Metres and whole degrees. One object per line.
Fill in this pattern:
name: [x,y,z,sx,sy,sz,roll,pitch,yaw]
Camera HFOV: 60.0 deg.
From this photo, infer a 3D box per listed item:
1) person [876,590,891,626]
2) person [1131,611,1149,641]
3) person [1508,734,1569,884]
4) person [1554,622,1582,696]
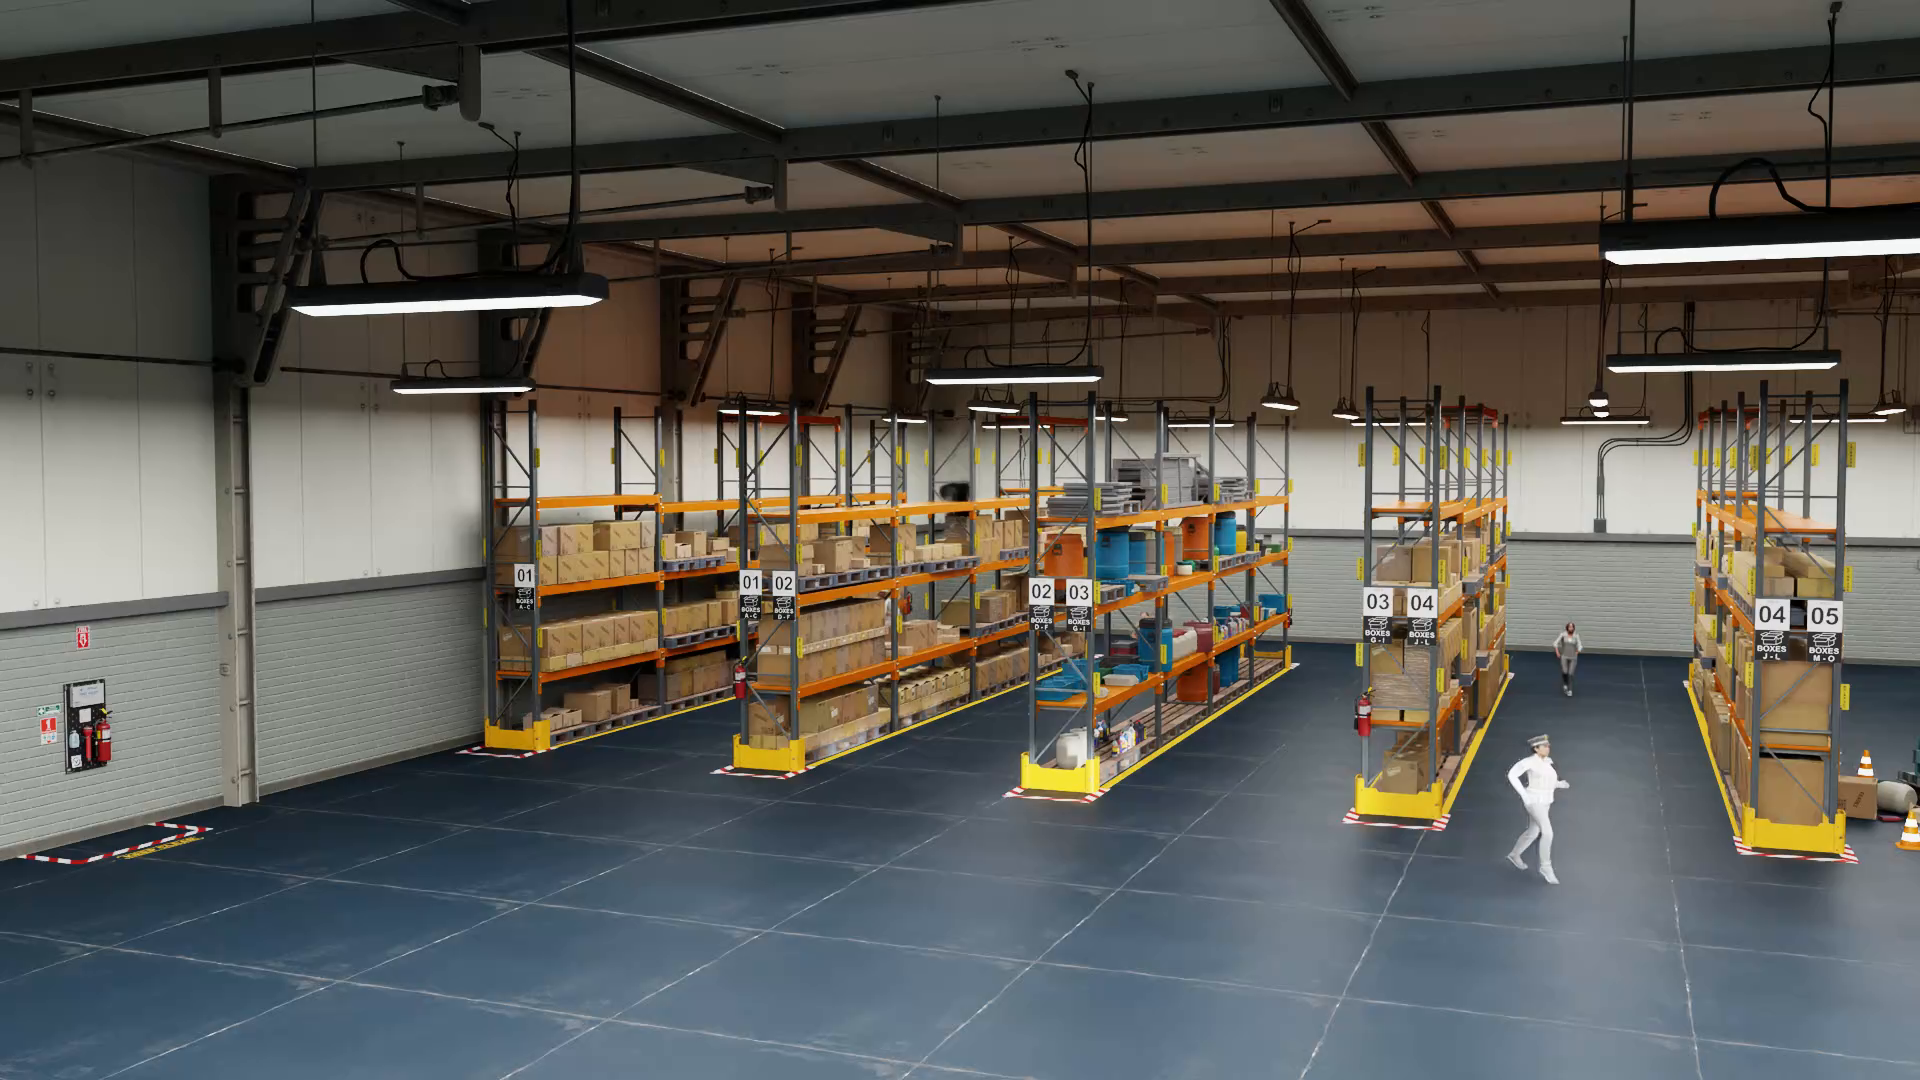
person: [-1.820,1.961,38.050,0.678,1.813,0.871,1,3,15]
person: [4.037,2.296,36.469,0.546,1.493,1.124,1,3,23]
person: [6.882,3.180,19.851,0.597,1.755,0.775,-2,4,-39]
person: [12.779,2.510,34.921,0.548,1.541,0.531,1,3,14]
